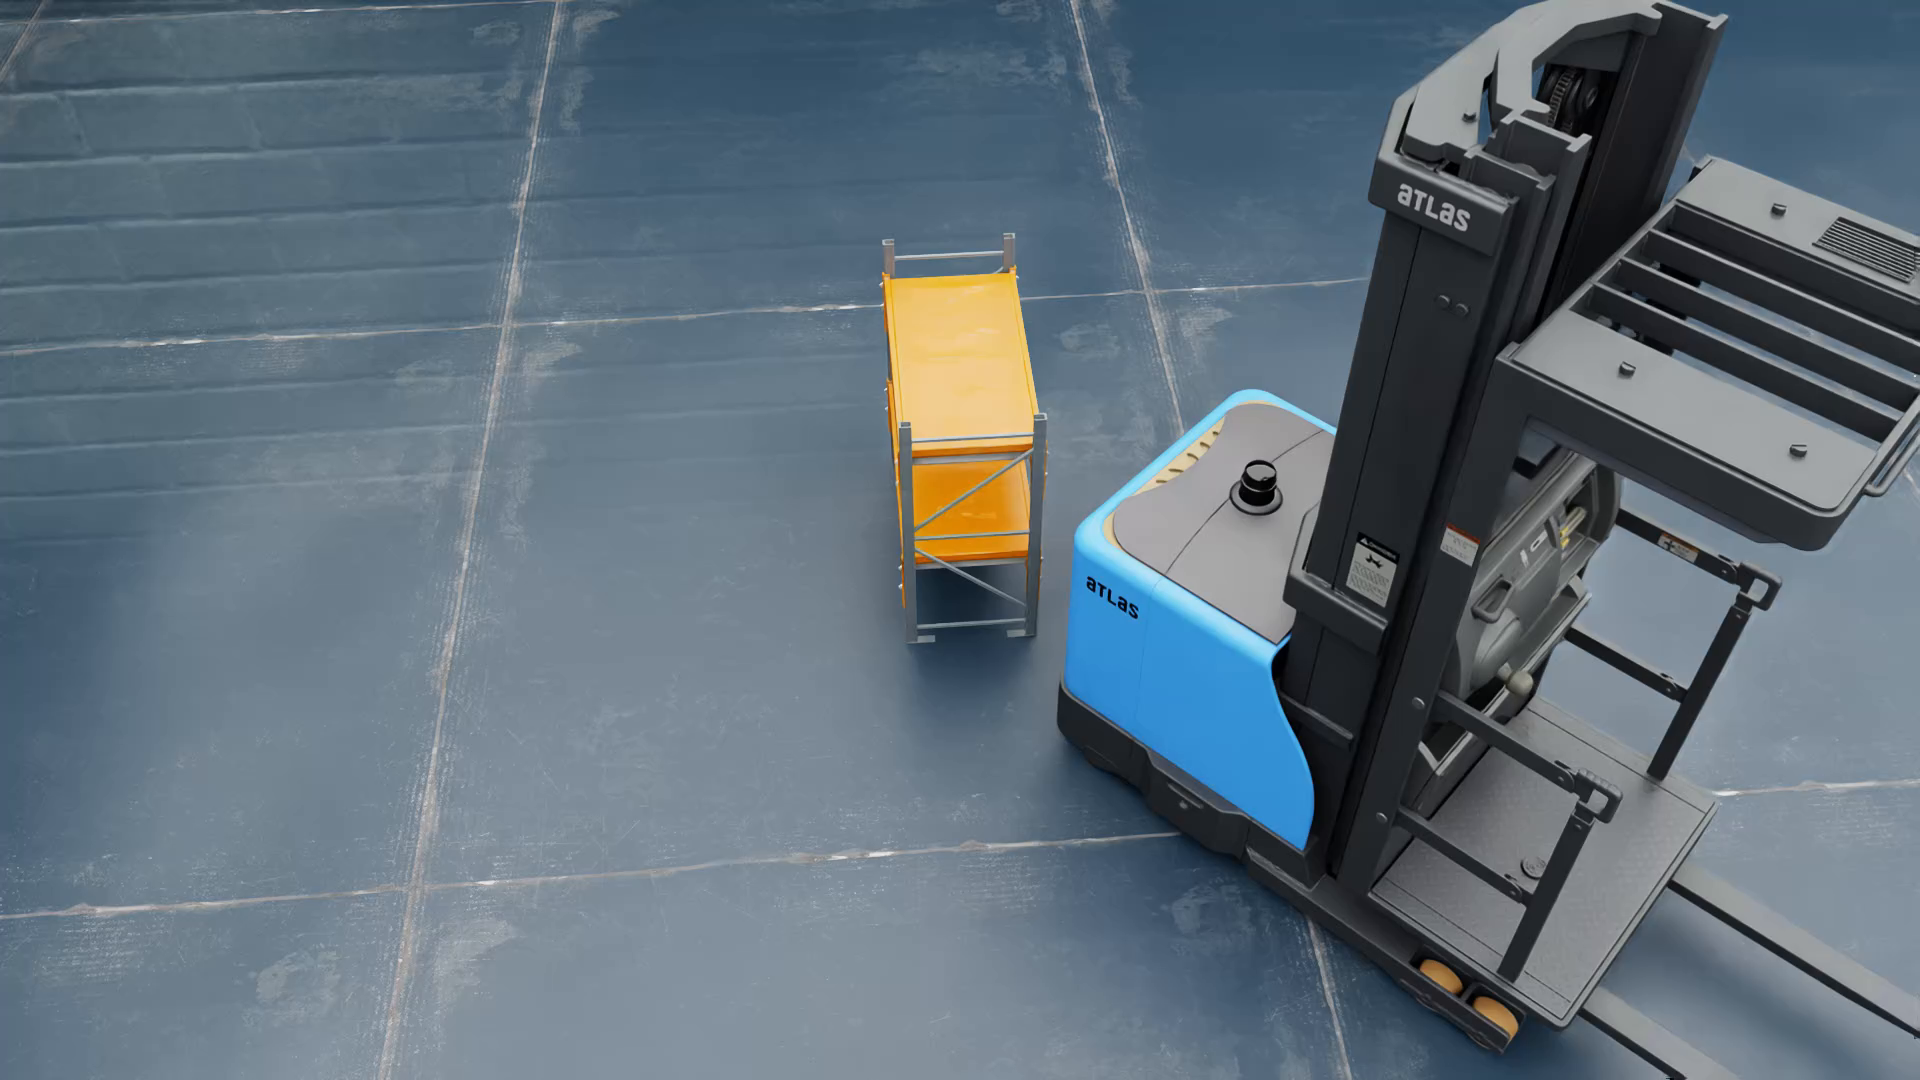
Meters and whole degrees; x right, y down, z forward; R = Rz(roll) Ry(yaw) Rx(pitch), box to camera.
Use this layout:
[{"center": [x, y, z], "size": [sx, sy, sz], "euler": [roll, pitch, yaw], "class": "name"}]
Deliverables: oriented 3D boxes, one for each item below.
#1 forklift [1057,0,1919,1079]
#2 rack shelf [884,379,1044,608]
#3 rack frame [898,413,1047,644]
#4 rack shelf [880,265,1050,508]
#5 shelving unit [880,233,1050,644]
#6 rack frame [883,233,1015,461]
[{"center": [1.784, 0.155, 4.585], "size": [3.031, 2.935, 1.130], "euler": [33, 55, 27], "class": "forklift"}, {"center": [0.001, -0.214, 6.514], "size": [0.538, 0.278, 1.000], "euler": [-3, 47, -3], "class": "rack shelf"}, {"center": [0.043, -0.014, 5.989], "size": [0.500, 1.125, 0.032], "euler": [-3, 47, -3], "class": "rack frame"}, {"center": [0.001, -0.583, 6.124], "size": [0.538, 0.278, 1.000], "euler": [-3, 47, -3], "class": "rack shelf"}, {"center": [0.001, -0.382, 6.337], "size": [0.538, 1.125, 1.048], "euler": [-3, 47, -3], "class": "shelving unit"}, {"center": [-0.042, -0.750, 6.685], "size": [0.500, 1.125, 0.032], "euler": [-3, 47, -3], "class": "rack frame"}]
